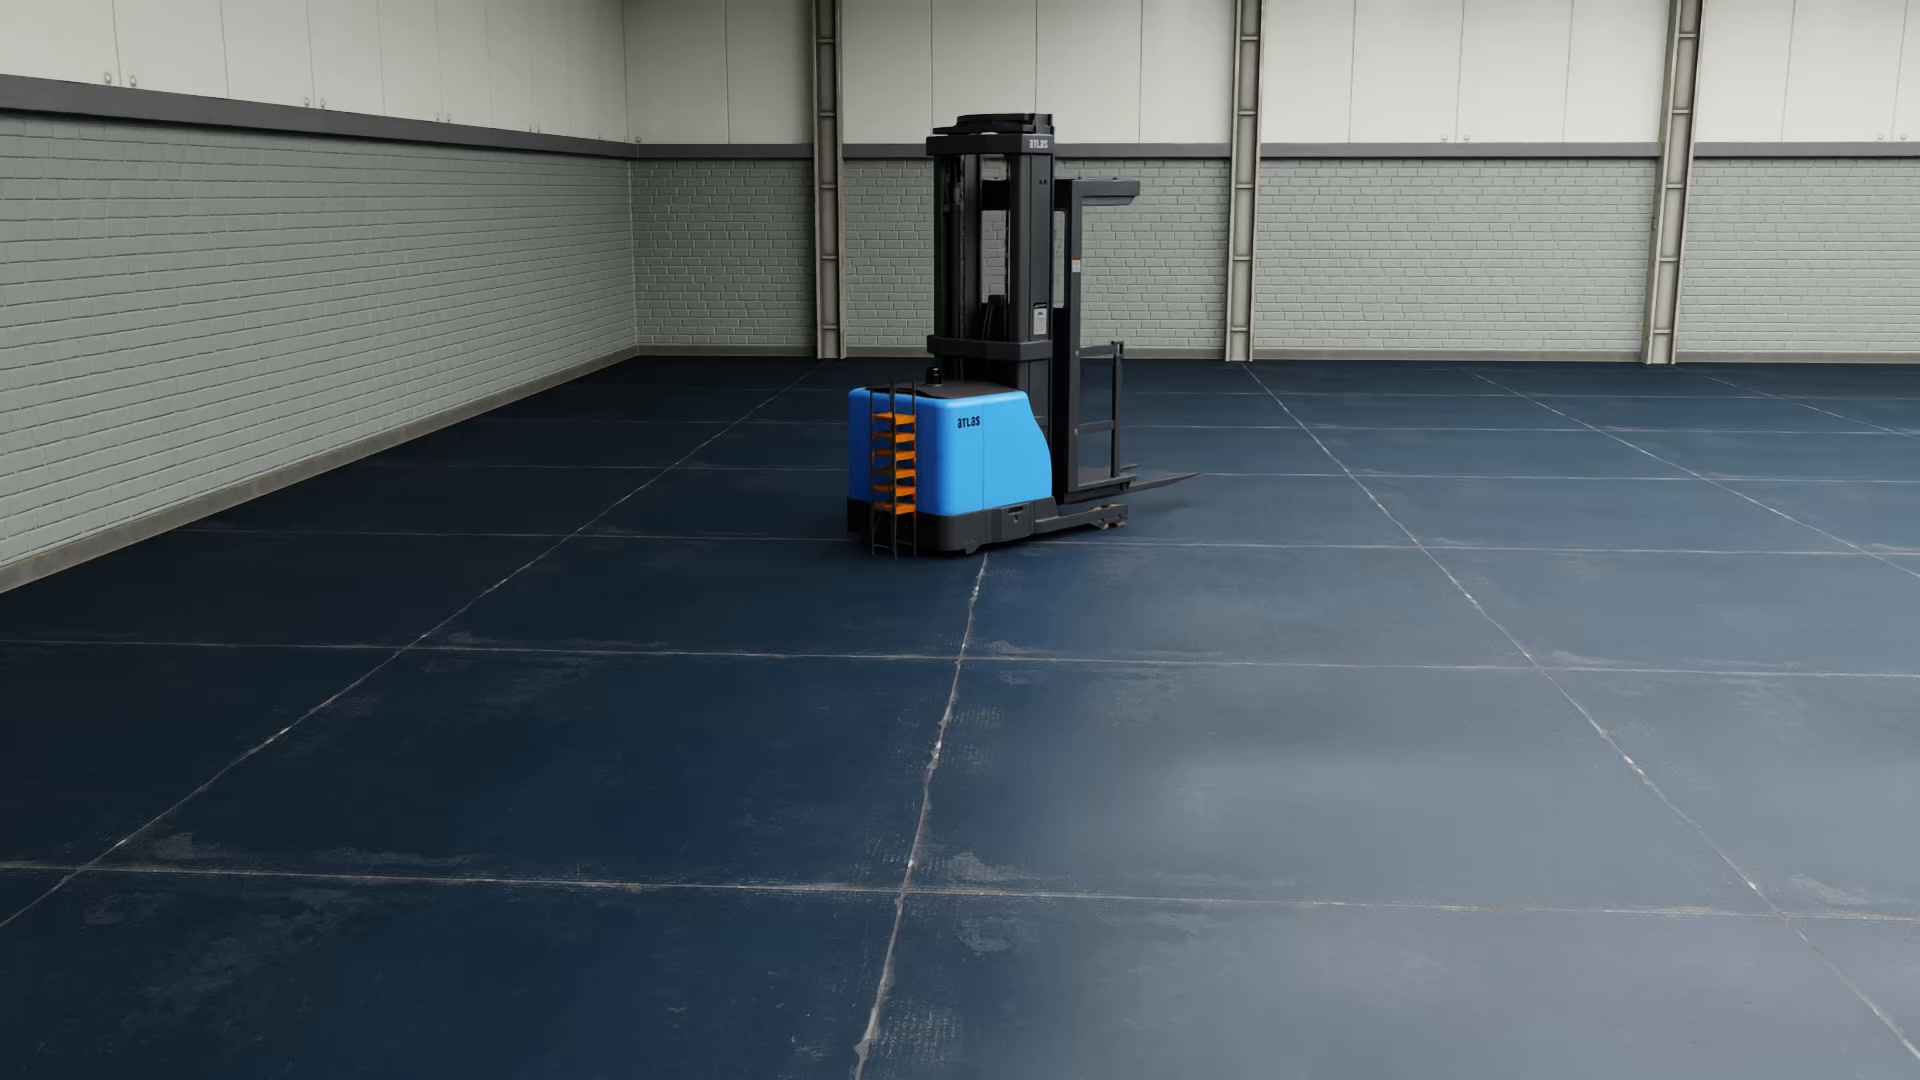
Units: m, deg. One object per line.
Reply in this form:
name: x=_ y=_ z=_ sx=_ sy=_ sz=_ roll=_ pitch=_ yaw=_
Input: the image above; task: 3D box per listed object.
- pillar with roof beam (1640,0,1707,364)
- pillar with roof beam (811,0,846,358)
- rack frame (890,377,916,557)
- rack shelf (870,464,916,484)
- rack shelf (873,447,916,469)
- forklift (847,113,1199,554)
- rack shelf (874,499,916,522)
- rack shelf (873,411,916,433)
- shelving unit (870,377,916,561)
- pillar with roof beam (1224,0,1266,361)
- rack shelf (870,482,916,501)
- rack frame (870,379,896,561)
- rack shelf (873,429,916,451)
pillar with roof beam: x=9.777 y=-6.084 z=18.874 sx=0.400 sy=9.000 sz=9.100 roll=1 pitch=12 yaw=4
pillar with roof beam: x=-2.196 y=-6.248 z=19.659 sx=0.400 sy=9.000 sz=9.100 roll=1 pitch=12 yaw=4
rack frame: x=-0.383 y=-0.489 z=11.176 sx=0.240 sy=1.200 sz=0.006 roll=11 pitch=16 yaw=44
rack shelf: x=-0.447 y=-0.432 z=11.121 sx=0.258 sy=0.103 sz=0.180 roll=11 pitch=16 yaw=44
rack shelf: x=-0.447 y=-0.550 z=11.097 sx=0.258 sy=0.103 sz=0.180 roll=11 pitch=16 yaw=44
forklift: x=0.601 y=-1.576 z=12.143 sx=1.130 sy=2.935 sz=3.031 roll=11 pitch=16 yaw=44
rack shelf: x=-0.447 y=-0.197 z=11.171 sx=0.258 sy=0.103 sz=0.180 roll=11 pitch=16 yaw=44
rack shelf: x=-0.447 y=-0.785 z=11.048 sx=0.258 sy=0.103 sz=0.180 roll=11 pitch=16 yaw=44
shelving unit: x=-0.447 y=-0.476 z=11.112 sx=0.258 sy=1.200 sz=0.189 roll=11 pitch=16 yaw=44
pillar with roof beam: x=3.791 y=-6.166 z=19.267 sx=0.400 sy=9.000 sz=9.100 roll=1 pitch=12 yaw=4
rack shelf: x=-0.447 y=-0.315 z=11.146 sx=0.258 sy=0.103 sz=0.180 roll=11 pitch=16 yaw=44
rack frame: x=-0.512 y=-0.463 z=11.049 sx=0.240 sy=1.200 sz=0.006 roll=11 pitch=16 yaw=44
rack shelf: x=-0.447 y=-0.667 z=11.072 sx=0.258 sy=0.103 sz=0.180 roll=11 pitch=16 yaw=44
